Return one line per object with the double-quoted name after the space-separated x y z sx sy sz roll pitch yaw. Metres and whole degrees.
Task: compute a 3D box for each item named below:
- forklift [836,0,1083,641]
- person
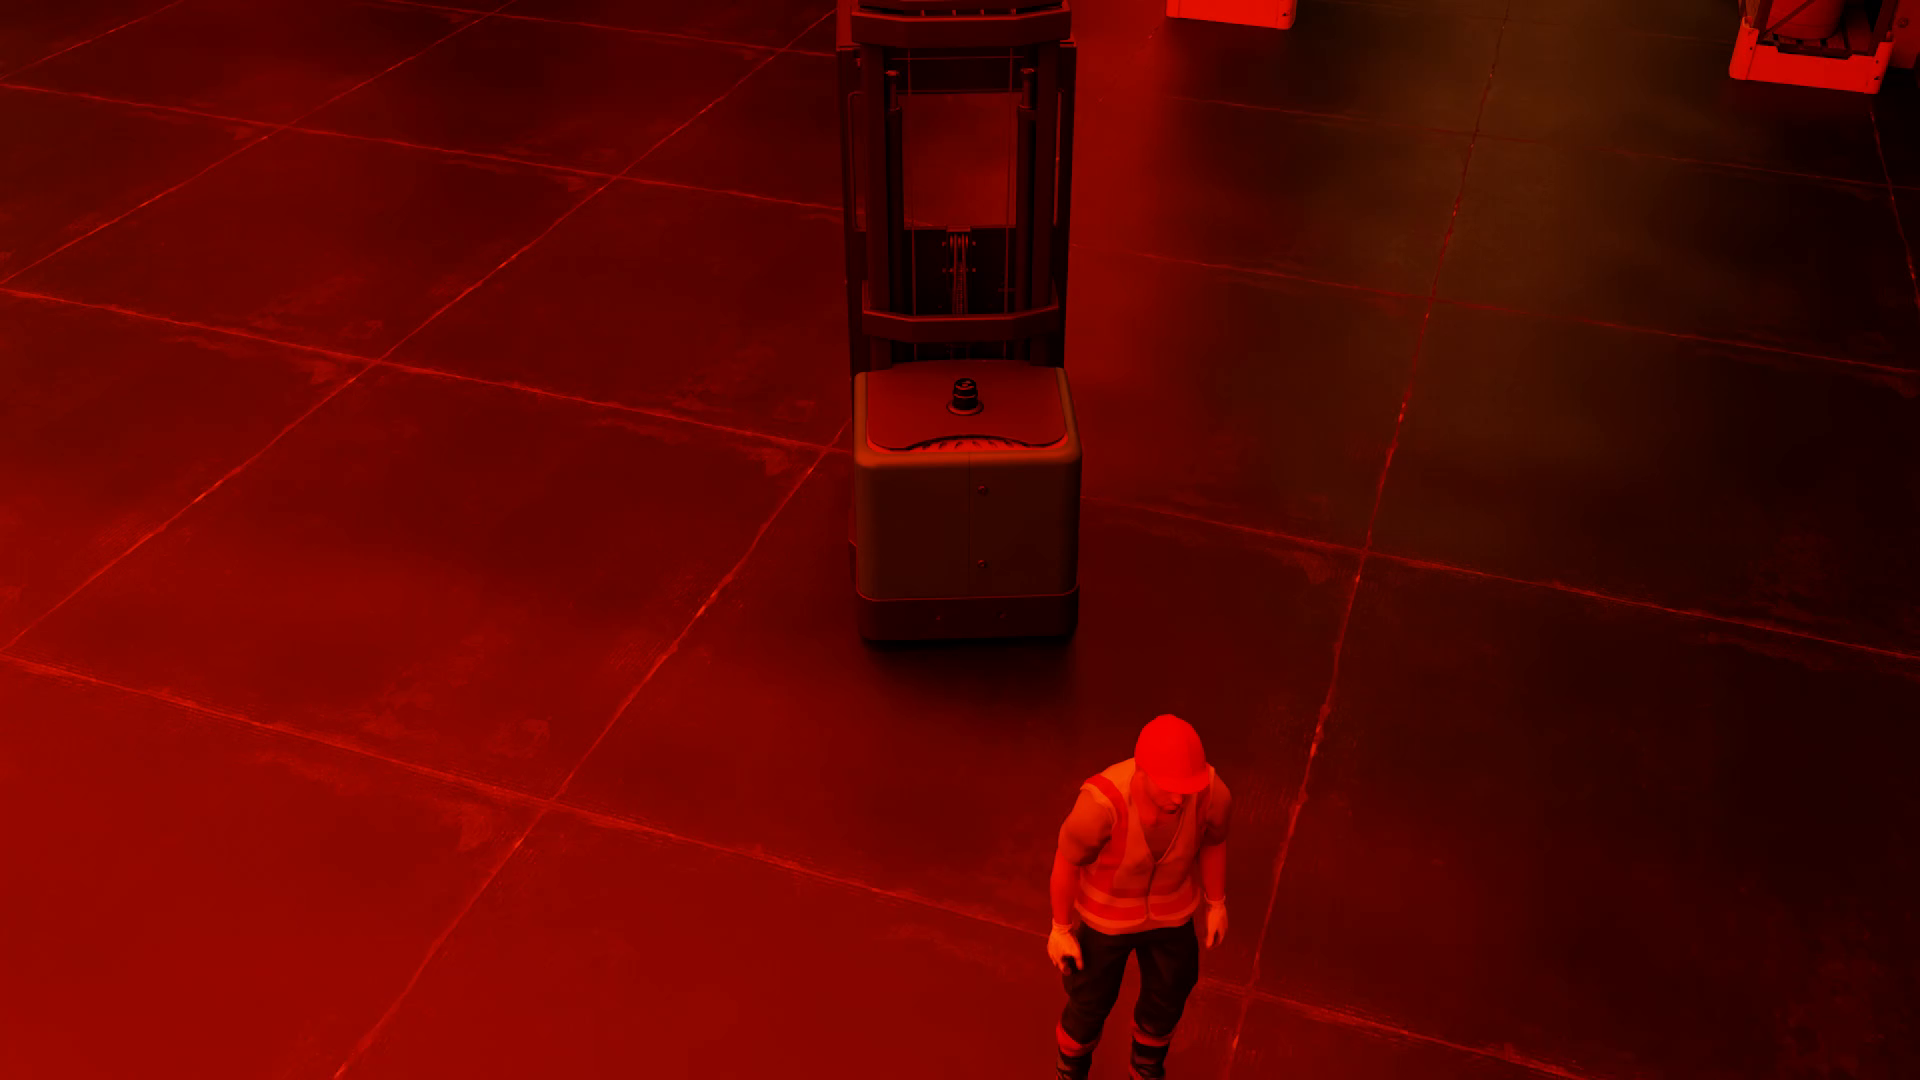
-0.029 -1.547 8.293 1.130 2.935 3.031 -2 35 -2 "forklift"
0.580 1.231 5.374 0.616 1.778 0.453 -7 36 -9 "person"
